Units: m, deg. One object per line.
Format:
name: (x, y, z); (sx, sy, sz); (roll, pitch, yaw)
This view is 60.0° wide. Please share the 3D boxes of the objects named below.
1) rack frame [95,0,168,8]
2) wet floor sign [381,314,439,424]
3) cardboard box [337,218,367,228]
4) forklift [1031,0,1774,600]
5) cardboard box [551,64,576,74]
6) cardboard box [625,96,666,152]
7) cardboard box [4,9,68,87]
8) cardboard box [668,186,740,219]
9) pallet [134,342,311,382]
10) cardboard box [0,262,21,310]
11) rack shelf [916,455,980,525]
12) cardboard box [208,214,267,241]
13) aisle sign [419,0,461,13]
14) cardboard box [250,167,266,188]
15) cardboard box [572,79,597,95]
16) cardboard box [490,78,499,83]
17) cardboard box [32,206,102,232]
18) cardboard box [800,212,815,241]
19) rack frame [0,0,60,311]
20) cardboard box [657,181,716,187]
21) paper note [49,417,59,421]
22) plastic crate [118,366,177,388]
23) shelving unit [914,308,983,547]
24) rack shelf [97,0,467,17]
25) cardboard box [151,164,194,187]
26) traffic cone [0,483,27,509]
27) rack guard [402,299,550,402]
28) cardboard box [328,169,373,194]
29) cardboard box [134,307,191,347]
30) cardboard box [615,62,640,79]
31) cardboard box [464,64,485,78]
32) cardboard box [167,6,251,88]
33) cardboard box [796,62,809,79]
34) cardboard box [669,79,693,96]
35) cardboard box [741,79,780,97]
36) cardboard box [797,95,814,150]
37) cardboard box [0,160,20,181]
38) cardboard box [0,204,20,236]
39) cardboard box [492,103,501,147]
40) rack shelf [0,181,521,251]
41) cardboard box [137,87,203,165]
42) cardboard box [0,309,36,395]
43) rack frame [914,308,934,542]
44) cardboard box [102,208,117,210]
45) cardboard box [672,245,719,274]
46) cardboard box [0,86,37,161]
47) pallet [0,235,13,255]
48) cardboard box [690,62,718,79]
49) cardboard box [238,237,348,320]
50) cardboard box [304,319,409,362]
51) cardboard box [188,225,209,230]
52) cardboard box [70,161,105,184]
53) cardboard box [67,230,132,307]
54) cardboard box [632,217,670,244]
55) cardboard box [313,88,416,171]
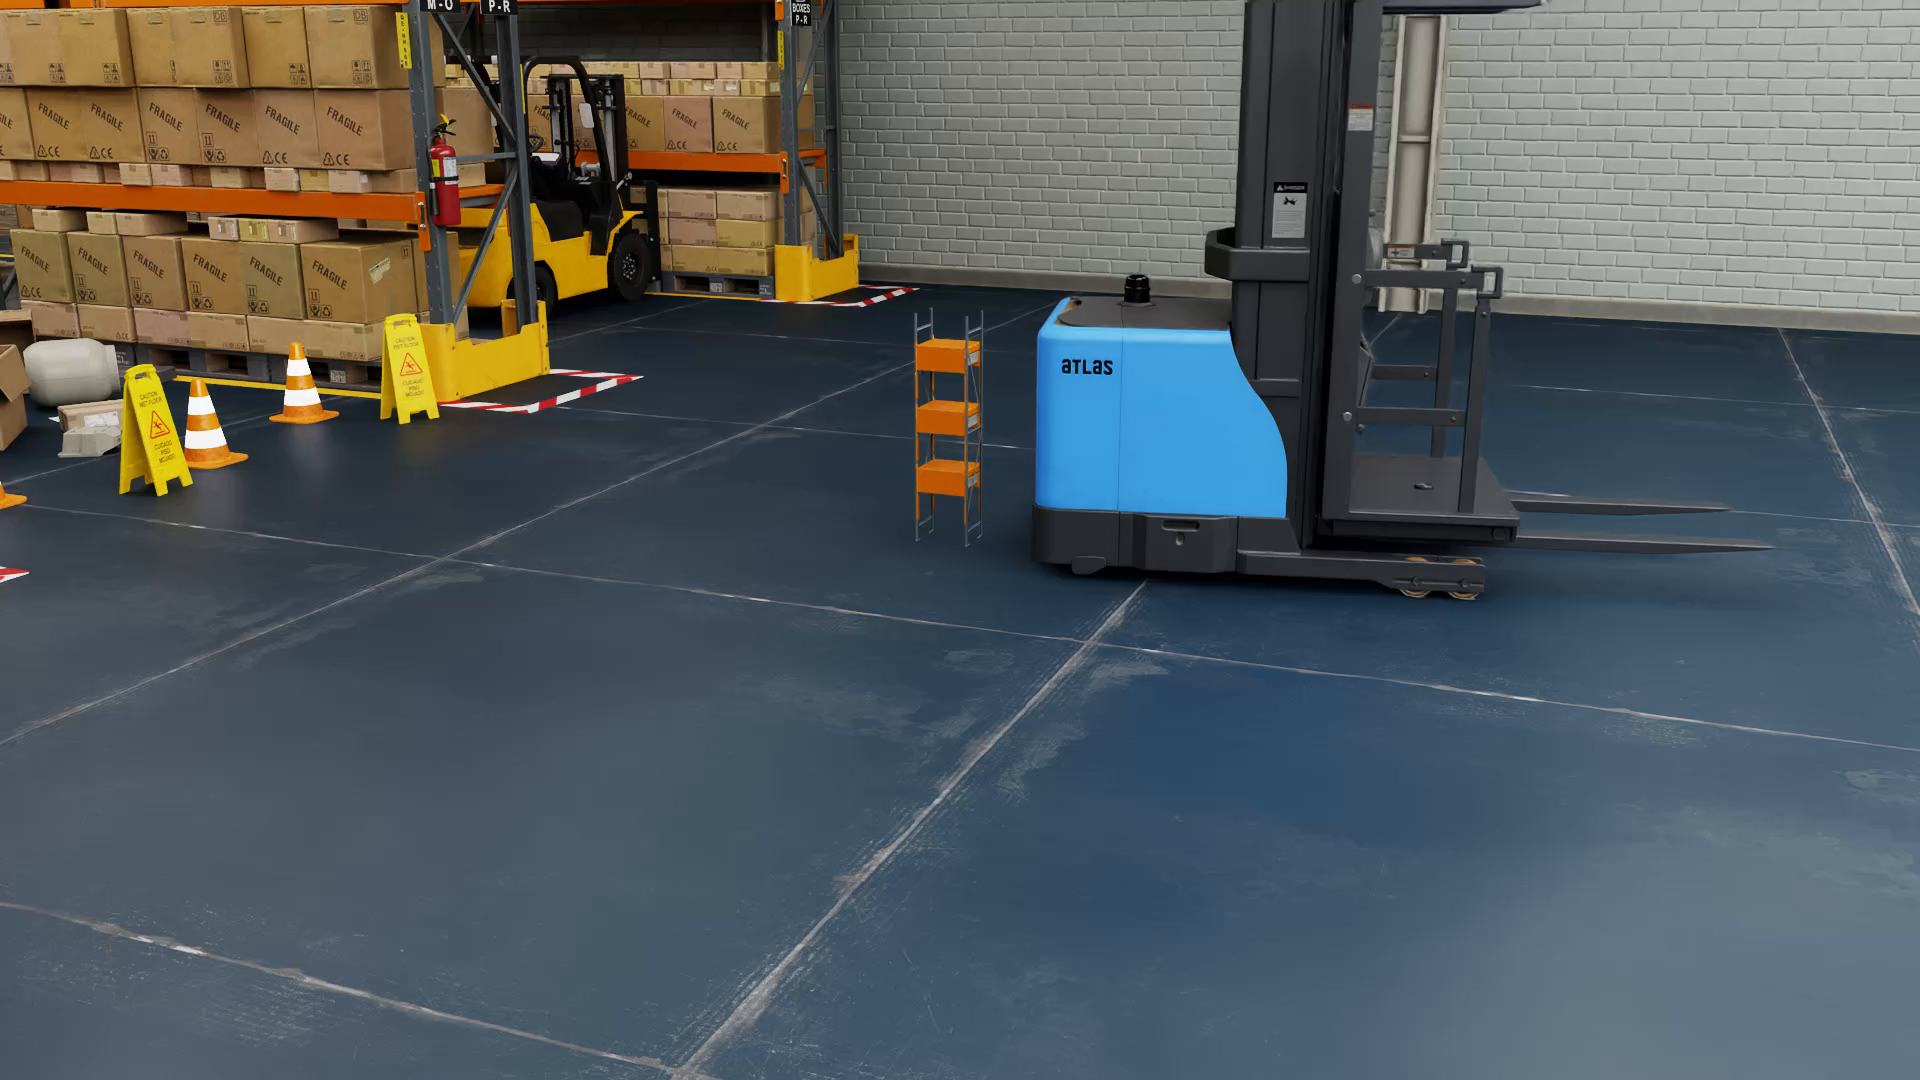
rack frame: (-8.802, -4.594, 18.116); (0.127, 3.000, 1.000); (6, 17, 21)
wet floor sign: (-3.394, -1.060, 10.167); (0.232, 0.644, 0.267); (14, 21, 40)
cardboard box: (-6.290, -3.377, 17.434); (0.625, 0.625, 0.875); (6, 17, 20)
forklift: (1.871, -1.321, 6.965); (3.031, 2.935, 1.130); (3, 16, 9)
cardboard box: (-3.666, -4.466, 15.801); (0.250, 0.149, 0.380); (6, 17, 20)
cardboard box: (-2.870, -3.913, 15.594); (0.500, 0.500, 0.500); (6, 17, 20)
cardboard box: (-6.102, -3.409, 11.528); (0.500, 0.500, 0.700); (6, 17, 21)
cardboard box: (-2.380, -3.153, 15.541); (0.500, 0.250, 0.500); (7, 17, 22)
pallet: (-5.122, -1.374, 12.027); (1.213, 0.211, 1.003); (6, 17, 21)
cardboard box: (-7.388, -1.889, 12.762); (0.625, 0.372, 0.950); (7, 17, 21)
rack shelf: (-0.050, -0.233, 7.627); (0.240, 0.259, 0.215); (6, 17, 21)
cardboard box: (-4.862, -2.129, 11.296); (0.250, 0.149, 0.380); (7, 18, 23)
aisle sign: (-3.227, -3.654, 10.218); (0.004, 0.787, 0.394); (6, 17, 21)
cardboard box: (-4.549, -2.460, 11.217); (0.250, 0.149, 0.380); (7, 17, 21)
cardboard box: (-3.450, -4.280, 15.693); (0.250, 0.149, 0.380); (6, 17, 19)
cardboard box: (-4.387, -4.398, 16.099); (0.250, 0.149, 0.380); (6, 17, 21)
cardboard box: (-6.355, -2.291, 11.854); (0.250, 0.149, 0.380); (7, 17, 21)
cardboard box: (-1.721, -2.998, 15.904); (0.500, 0.250, 0.500); (7, 17, 22)
rack frame: (-6.899, -2.897, 12.271); (0.127, 3.000, 1.000); (6, 17, 21)
cardboard box: (-2.665, -3.339, 16.180); (0.500, 0.250, 0.500); (6, 17, 20)
paper note: (-5.523, -0.762, 10.265); (0.142, 0.019, 0.148); (14, 21, 40)
plastic crate: (-5.739, -1.121, 11.393); (0.583, 0.080, 0.402); (0, 16, 1)
shelving unit: (-0.050, -0.510, 7.546); (0.252, 1.050, 0.215); (6, 17, 21)
rack shelf: (-6.942, -5.484, 17.094); (4.000, 0.370, 1.077); (6, 17, 21)
cardboard box: (-5.292, -2.509, 11.386); (0.250, 0.149, 0.380); (6, 17, 20)
traffic cone: (-4.873, -0.398, 8.213); (0.334, 0.463, 0.336); (6, 17, 21)
rack guard: (-3.249, -1.295, 11.237); (0.348, 0.500, 1.175); (6, 17, 21)
cardboard box: (-3.881, -2.347, 10.828); (0.250, 0.149, 0.380); (6, 17, 20)
cardboard box: (-5.454, -1.542, 11.784); (0.500, 0.250, 0.500); (6, 17, 20)
cardboard box: (-2.995, -4.364, 15.450); (0.250, 0.149, 0.380); (7, 17, 22)
cardboard box: (-4.610, -4.578, 16.188); (0.250, 0.149, 0.380); (7, 17, 21)
cardboard box: (-4.713, -3.233, 10.925); (0.500, 0.500, 0.700); (6, 17, 20)
cardboard box: (-1.594, -4.367, 15.461); (0.250, 0.149, 0.380); (6, 17, 20)
cardboard box: (-2.479, -4.187, 15.372); (0.250, 0.149, 0.380); (6, 17, 20)
cardboard box: (-1.785, -4.098, 15.065); (0.250, 0.149, 0.380); (7, 17, 21)
cardboard box: (-1.719, -3.946, 15.706); (0.500, 0.500, 0.500); (7, 18, 22)
cardboard box: (-6.724, -2.661, 11.909); (0.250, 0.149, 0.380); (6, 17, 20)
cardboard box: (-10.714, -3.737, 18.897); (0.500, 0.500, 0.500); (6, 17, 19)
cardboard box: (-4.273, -4.070, 16.135); (0.500, 0.500, 0.500); (7, 17, 22)
rack shelf: (-5.038, -2.347, 11.667); (4.000, 0.370, 1.077); (6, 17, 21)
cardboard box: (-5.177, -2.824, 11.307); (0.500, 0.500, 0.500); (6, 17, 21)
cardboard box: (-6.401, -1.235, 11.026); (0.500, 0.500, 0.500); (-9, 18, -27)
rack frame: (-0.163, -0.522, 7.589); (0.008, 1.050, 0.200); (6, 17, 21)
cardboard box: (-9.274, -3.582, 18.363); (0.500, 0.500, 0.500); (7, 18, 22)
cardboard box: (-2.372, -2.676, 15.689); (0.500, 0.250, 0.500); (6, 17, 21)
cardboard box: (-6.592, -2.970, 11.812); (0.500, 0.500, 0.500); (6, 17, 20)
pallet: (-10.614, -3.466, 19.233); (1.213, 0.211, 1.003); (6, 17, 21)
cardboard box: (-2.265, -4.296, 15.217); (0.250, 0.149, 0.380); (7, 17, 22)
cardboard box: (-4.506, -1.796, 11.312); (0.500, 0.500, 0.500); (7, 18, 23)
cardboard box: (-4.051, -1.384, 11.240); (0.500, 0.250, 0.500); (6, 17, 20)
cardboard box: (-5.301, -2.044, 12.166); (0.500, 0.500, 0.500); (7, 18, 24)
cardboard box: (-5.994, -2.595, 11.681); (0.250, 0.149, 0.380); (7, 18, 22)
cardboard box: (-5.947, -1.956, 11.864); (0.500, 0.500, 0.500); (7, 18, 23)
cardboard box: (-2.878, -2.967, 15.794); (0.500, 0.250, 0.500); (6, 17, 19)
cardboard box: (-3.784, -2.662, 10.751); (0.500, 0.500, 0.500); (6, 17, 20)
